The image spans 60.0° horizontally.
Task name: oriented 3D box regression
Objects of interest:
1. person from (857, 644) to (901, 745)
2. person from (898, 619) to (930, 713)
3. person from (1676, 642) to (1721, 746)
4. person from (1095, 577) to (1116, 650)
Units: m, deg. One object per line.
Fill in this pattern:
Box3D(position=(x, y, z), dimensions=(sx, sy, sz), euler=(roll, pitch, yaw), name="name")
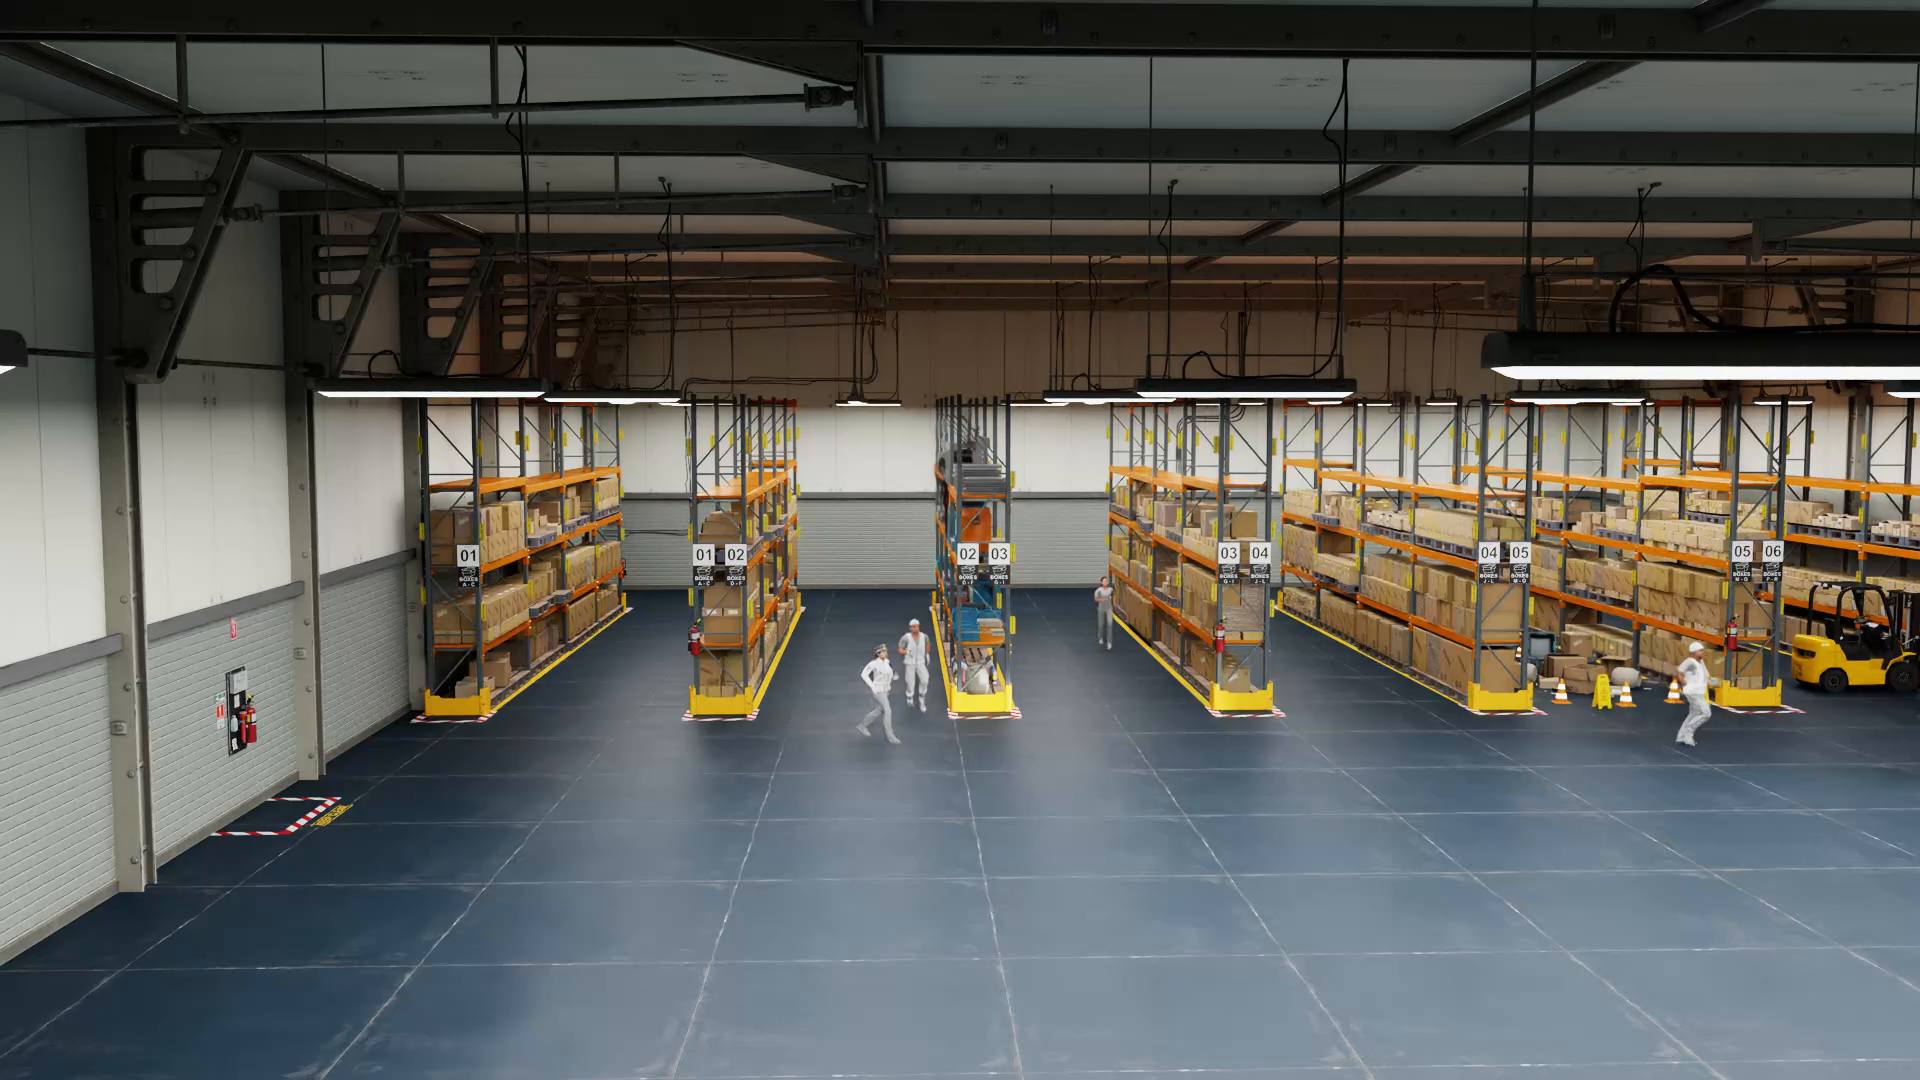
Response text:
Box3D(position=(-1.369, 2.625, 28.624), dimensions=(0.848, 1.723, 0.596), euler=(2, 5, 27), name="person")
Box3D(position=(-0.847, 2.371, 31.464), dimensions=(0.674, 1.778, 0.800), euler=(-1, 5, -14), name="person")
Box3D(position=(12.530, 2.619, 28.235), dimensions=(0.657, 1.760, 0.656), euler=(3, 6, 38), name="person")
Box3D(position=(3.493, 1.729, 39.993), dimensions=(0.543, 1.711, 0.844), euler=(0, 4, -2), name="person")
